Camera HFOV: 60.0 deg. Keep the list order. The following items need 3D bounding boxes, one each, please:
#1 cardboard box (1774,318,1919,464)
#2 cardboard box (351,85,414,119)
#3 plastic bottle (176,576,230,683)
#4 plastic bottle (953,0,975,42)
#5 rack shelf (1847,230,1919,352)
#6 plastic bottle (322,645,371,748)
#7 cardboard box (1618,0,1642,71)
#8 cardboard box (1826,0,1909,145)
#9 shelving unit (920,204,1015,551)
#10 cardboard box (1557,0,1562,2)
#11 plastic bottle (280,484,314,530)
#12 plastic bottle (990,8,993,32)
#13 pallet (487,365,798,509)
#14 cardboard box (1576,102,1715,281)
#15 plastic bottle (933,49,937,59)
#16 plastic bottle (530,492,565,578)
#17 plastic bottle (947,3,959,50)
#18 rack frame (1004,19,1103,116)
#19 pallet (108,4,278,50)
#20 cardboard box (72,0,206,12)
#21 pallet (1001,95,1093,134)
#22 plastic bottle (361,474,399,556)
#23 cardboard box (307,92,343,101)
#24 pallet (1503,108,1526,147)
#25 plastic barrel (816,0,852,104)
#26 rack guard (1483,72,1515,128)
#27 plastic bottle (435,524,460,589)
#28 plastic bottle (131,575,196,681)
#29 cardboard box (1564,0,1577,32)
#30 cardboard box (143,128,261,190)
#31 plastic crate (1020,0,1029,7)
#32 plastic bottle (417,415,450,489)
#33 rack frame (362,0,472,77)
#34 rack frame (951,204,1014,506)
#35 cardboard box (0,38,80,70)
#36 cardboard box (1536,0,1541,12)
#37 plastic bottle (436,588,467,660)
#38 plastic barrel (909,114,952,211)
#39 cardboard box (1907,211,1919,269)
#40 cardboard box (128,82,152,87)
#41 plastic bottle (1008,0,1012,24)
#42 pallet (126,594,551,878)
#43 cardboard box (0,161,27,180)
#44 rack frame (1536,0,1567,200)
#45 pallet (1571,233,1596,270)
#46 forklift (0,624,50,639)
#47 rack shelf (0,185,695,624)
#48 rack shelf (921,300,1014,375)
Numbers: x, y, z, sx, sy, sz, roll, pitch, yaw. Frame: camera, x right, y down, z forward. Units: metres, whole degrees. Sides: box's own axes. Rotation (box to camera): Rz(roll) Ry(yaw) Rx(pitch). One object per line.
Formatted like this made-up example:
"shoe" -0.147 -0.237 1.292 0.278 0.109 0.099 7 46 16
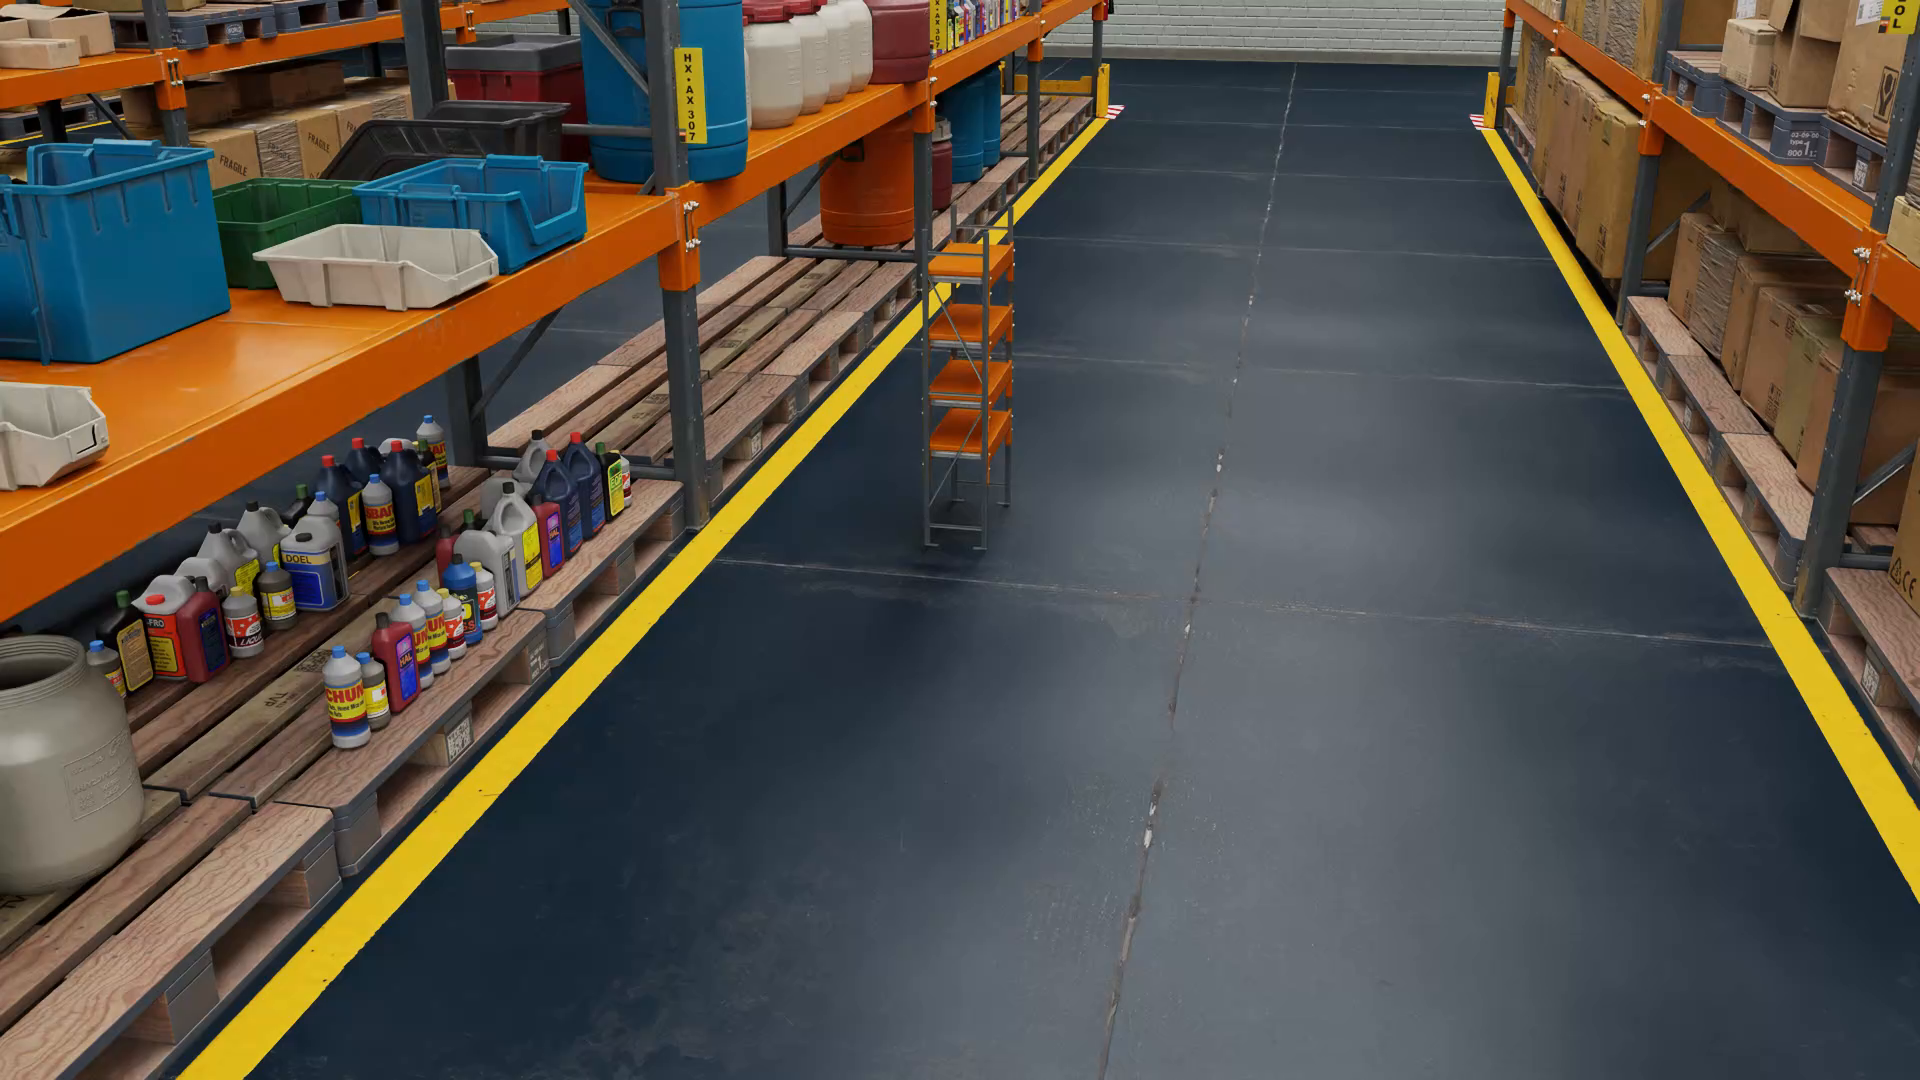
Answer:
"cardboard box" 3.629 -0.541 6.439 0.700 0.500 0.500 4 22 11
"cardboard box" -4.627 -3.445 13.649 0.500 0.500 0.500 5 22 11
"plastic bottle" -2.170 0.254 4.756 0.061 0.283 0.133 4 22 11
"plastic bottle" 0.022 -3.524 11.255 0.152 0.276 0.135 4 22 11
"rack shelf" 2.958 -0.035 3.389 1.077 0.370 4.000 4 22 11
"plastic bottle" -1.623 0.407 4.391 0.097 0.271 0.097 0 22 0
"cardboard box" 4.148 -2.991 9.631 0.500 0.500 0.500 4 22 10
"cardboard box" 3.666 -1.853 5.575 1.000 1.000 1.000 5 22 11
"shelving unit" 0.034 -0.617 6.280 0.258 1.200 0.503 4 22 11
"cardboard box" 4.832 -4.276 12.758 0.500 0.250 0.500 4 22 10
"plastic bottle" -2.166 -0.032 5.466 0.061 0.283 0.133 5 23 13
"plastic bottle" 0.184 -3.731 11.868 0.097 0.201 0.097 0 22 0
"pallet" -1.360 -0.475 7.250 1.003 0.211 1.213 4 22 11
"cardboard box" 4.344 -2.023 9.644 1.225 0.875 0.875 3 22 8
"plastic bottle" -0.191 -3.058 10.198 0.097 0.201 0.097 0 22 0
"plastic bottle" -1.363 -0.032 5.464 0.061 0.283 0.133 6 23 14
"plastic bottle" -0.048 -3.319 10.737 0.061 0.283 0.133 4 22 11
"rack frame" 0.966 -5.867 16.905 1.000 3.000 0.127 4 22 11
"pallet" -5.445 -3.484 11.246 1.213 0.211 1.003 4 22 11
"cardboard box" -5.496 -3.800 11.078 0.700 0.500 0.500 -3 22 -7
"pallet" 0.760 -4.275 16.685 1.003 0.211 1.213 4 22 11
"plastic bottle" -1.965 -0.091 5.627 0.097 0.271 0.097 0 22 0
"cardboard box" -5.243 -3.291 13.267 0.500 0.500 0.500 5 22 12
"pallet" 5.729 -3.897 15.748 1.003 0.211 1.213 4 22 11
"plastic barrel" -0.753 -2.446 8.263 0.421 0.512 0.421 0 22 0
"rack guard" 5.820 -4.338 16.456 1.175 0.500 0.348 4 22 11
"plastic bottle" -1.578 0.075 5.199 0.061 0.283 0.133 4 22 11
"plastic bottle" -2.275 0.249 4.777 0.152 0.276 0.135 5 22 11
"cardboard box" 4.660 -3.923 11.946 0.500 0.500 0.500 5 22 11
"cardboard box" -5.142 -2.509 11.325 0.500 0.500 0.500 5 23 13
"plastic crate" 0.385 -4.469 13.706 0.396 0.136 0.243 4 22 11
"plastic bottle" -1.976 -0.333 6.229 0.097 0.271 0.097 0 22 0
"rack frame" -4.698 -4.783 14.214 1.000 3.000 0.127 4 22 11
"rack frame" 0.084 -0.706 6.501 0.240 1.200 0.015 4 22 11
"cardboard box" -5.427 -2.853 9.759 0.380 0.149 0.250 4 22 11
"cardboard box" 4.950 -4.423 13.656 0.380 0.149 0.250 5 22 12
"plastic bottle" -1.513 0.241 4.896 0.097 0.201 0.097 0 22 0
"plastic barrel" -0.352 -2.610 11.486 0.600 0.588 0.708 4 22 11
"cardboard box" 2.964 -0.838 4.755 0.380 0.149 0.250 4 22 11
"cardboard box" -8.981 -5.027 17.603 0.700 0.500 0.500 4 22 9
"plastic bottle" 0.312 -4.044 12.545 0.152 0.276 0.135 4 22 11
"pallet" -1.907 0.505 4.816 1.003 0.211 1.213 4 22 11
"cardboard box" -5.480 -2.098 9.916 0.500 0.311 0.500 4 22 10
"rack frame" 4.999 -4.026 12.335 1.000 3.000 0.127 4 22 11
"pallet" 4.668 -1.997 11.030 1.003 0.211 1.213 4 22 11
"forklift" -3.500 -0.859 4.563 1.130 2.935 3.031 5 22 12
"rack shelf" -1.890 -0.413 4.326 1.077 0.370 4.000 4 22 11
"rack shelf" 0.034 -0.762 6.221 0.258 0.148 0.480 4 22 11
